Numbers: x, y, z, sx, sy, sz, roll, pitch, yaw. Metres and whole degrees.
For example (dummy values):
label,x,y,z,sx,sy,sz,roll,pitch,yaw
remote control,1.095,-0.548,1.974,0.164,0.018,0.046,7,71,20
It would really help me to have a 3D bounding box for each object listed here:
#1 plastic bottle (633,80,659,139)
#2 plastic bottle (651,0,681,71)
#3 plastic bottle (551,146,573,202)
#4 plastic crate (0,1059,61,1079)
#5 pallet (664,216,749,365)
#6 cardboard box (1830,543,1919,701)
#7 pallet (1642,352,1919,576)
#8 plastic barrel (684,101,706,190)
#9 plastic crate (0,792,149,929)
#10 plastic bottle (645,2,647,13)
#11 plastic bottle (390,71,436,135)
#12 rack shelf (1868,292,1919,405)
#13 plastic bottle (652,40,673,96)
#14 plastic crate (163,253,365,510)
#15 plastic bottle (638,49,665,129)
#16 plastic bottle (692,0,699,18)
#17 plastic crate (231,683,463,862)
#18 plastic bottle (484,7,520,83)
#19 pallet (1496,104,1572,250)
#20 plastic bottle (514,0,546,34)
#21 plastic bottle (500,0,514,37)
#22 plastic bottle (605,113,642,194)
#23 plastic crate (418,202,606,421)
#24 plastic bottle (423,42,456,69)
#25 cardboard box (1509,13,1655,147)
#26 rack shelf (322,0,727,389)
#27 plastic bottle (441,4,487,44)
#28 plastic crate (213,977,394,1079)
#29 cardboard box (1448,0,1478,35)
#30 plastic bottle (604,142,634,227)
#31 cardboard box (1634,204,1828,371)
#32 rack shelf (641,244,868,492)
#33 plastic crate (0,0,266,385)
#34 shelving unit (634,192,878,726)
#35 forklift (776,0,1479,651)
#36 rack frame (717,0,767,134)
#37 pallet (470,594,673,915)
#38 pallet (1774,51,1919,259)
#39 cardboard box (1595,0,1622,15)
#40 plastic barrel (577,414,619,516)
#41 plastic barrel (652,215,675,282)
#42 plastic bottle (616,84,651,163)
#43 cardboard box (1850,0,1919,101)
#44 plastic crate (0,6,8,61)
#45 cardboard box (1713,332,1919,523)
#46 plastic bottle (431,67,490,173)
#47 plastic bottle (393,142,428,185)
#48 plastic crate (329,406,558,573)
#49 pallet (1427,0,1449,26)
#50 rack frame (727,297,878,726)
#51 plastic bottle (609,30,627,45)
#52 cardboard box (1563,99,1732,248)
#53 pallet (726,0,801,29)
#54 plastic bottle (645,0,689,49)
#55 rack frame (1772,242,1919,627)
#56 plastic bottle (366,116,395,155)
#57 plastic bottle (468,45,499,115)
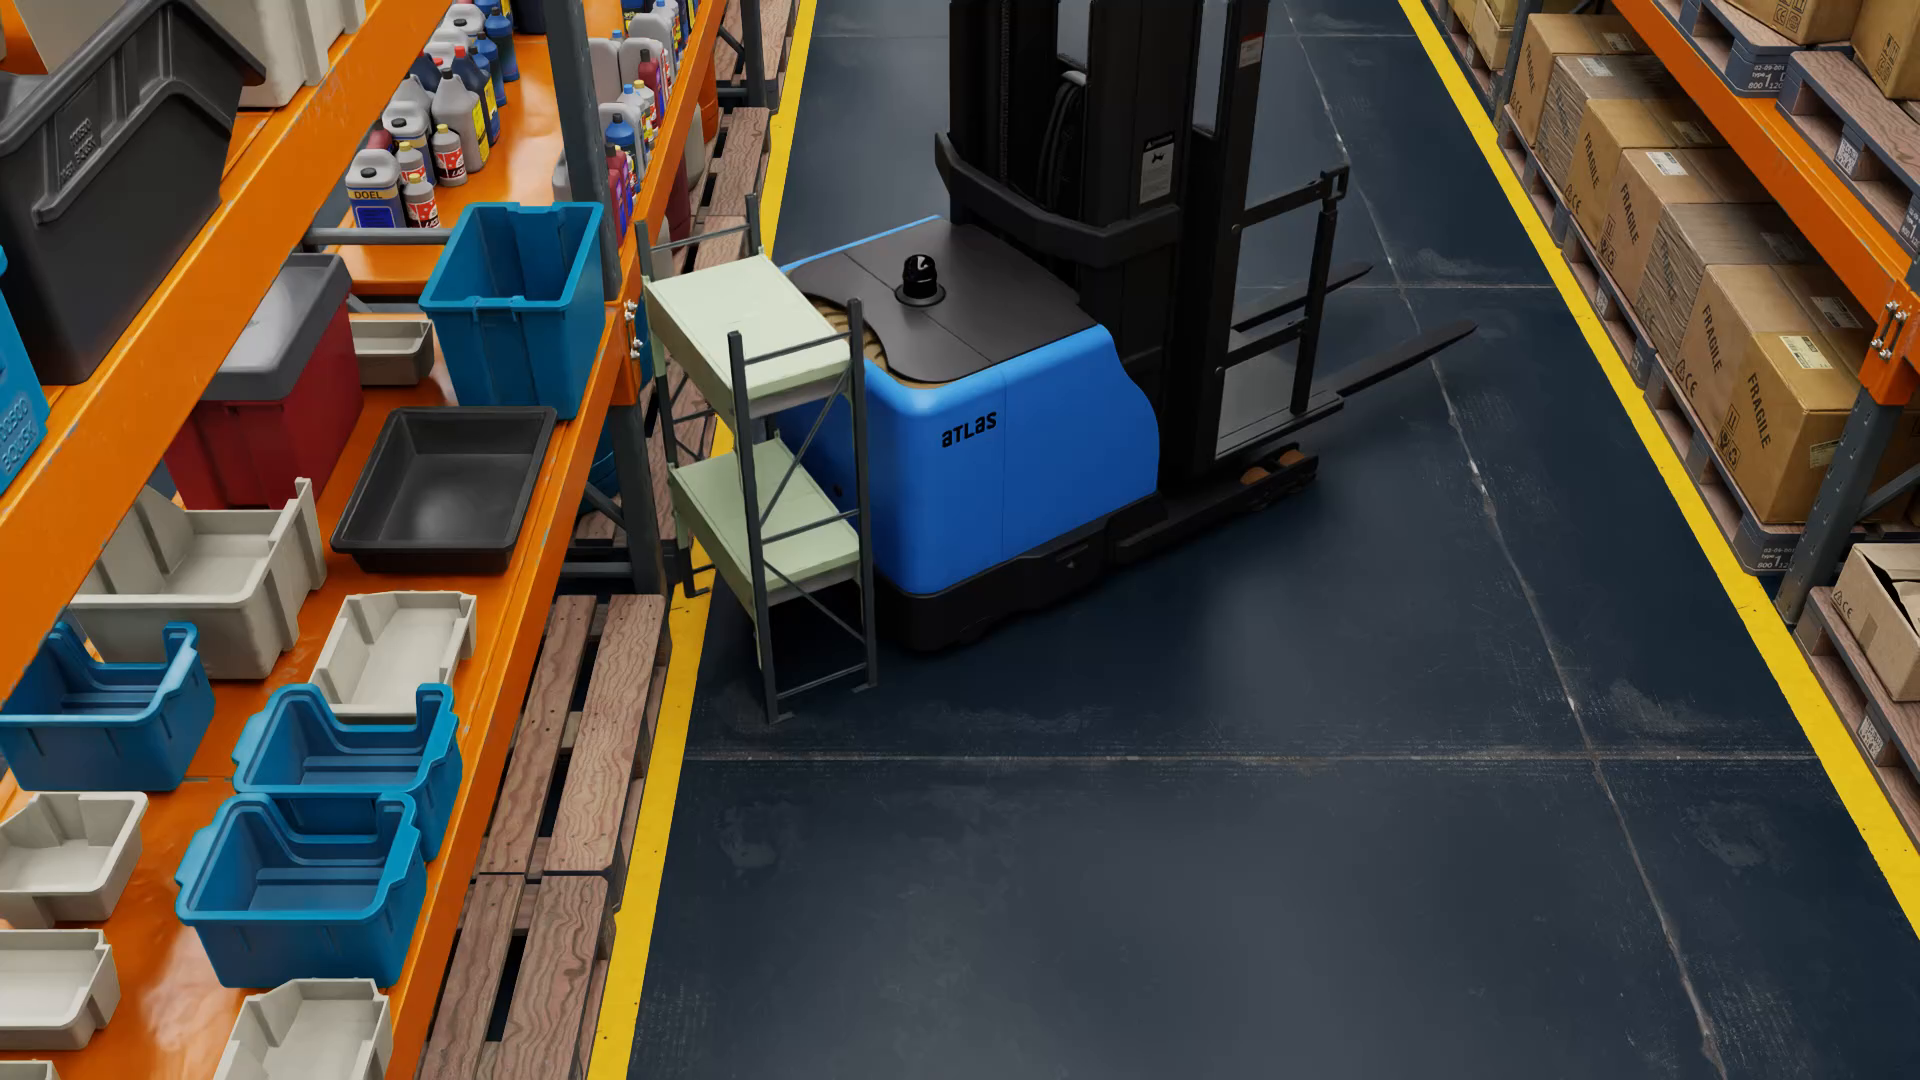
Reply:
label,x,y,z,sx,sy,sz,roll,pitch,yaw
plastic bottle,-1.133,-1.537,5.928,0.097,0.201,0.097,0,39,0
plastic bottle,-1.133,-1.938,6.372,0.097,0.271,0.097,0,39,0
plastic bottle,-1.216,-1.128,5.299,0.144,0.351,0.185,0,39,0
plastic crate,-1.703,0.988,2.781,0.396,0.136,0.243,0,39,0
pallet,-1.503,-1.061,7.405,1.003,0.211,1.213,0,39,0
cardboard box,3.198,0.237,5.354,0.500,0.311,0.500,0,39,0
pallet,3.375,-0.323,6.485,1.003,0.211,1.213,0,39,0
plastic barrel,-1.437,-1.937,7.922,0.421,0.512,0.421,0,39,0
plastic crate,-1.747,0.629,3.230,0.298,0.136,0.250,0,39,0
plastic bottle,-1.260,-2.275,6.783,0.061,0.283,0.133,0,39,0
plastic bottle,-1.868,-1.457,5.709,0.144,0.351,0.185,0,39,0
rack shelf,3.416,0.628,3.642,1.077,0.370,4.000,0,39,0
plastic bottle,-1.133,-1.766,6.213,0.097,0.201,0.097,0,39,0
plastic crate,-1.790,-0.392,4.241,0.402,0.464,0.583,0,39,0
plastic bottle,-1.115,-1.641,5.993,0.061,0.283,0.133,0,39,0
plastic bottle,-1.157,-2.317,6.782,0.144,0.351,0.185,0,39,0
plastic crate,-1.208,0.476,3.343,0.416,0.233,0.300,0,39,0
plastic bottle,-1.740,-1.883,6.303,0.097,0.271,0.097,0,39,0
pallet,3.372,-1.849,8.389,1.003,0.211,1.213,0,39,0
plastic bottle,-1.717,-2.230,6.674,0.144,0.351,0.185,0,39,0
plastic bottle,-1.869,-2.146,6.569,0.144,0.351,0.185,0,39,0
plastic bottle,-1.132,-1.298,5.573,0.097,0.271,0.097,0,39,0
plastic crate,-1.198,-0.627,4.599,0.392,0.384,0.575,0,39,0
plastic bottle,-1.864,-1.643,6.001,0.152,0.276,0.135,0,39,0
cardboard box,3.124,-2.316,8.388,0.500,0.500,0.500,2,39,2
rack shelf,-1.542,-1.872,6.762,1.077,0.370,4.000,0,39,0
plastic bottle,-1.865,-1.873,6.287,0.152,0.276,0.135,0,39,0
plastic crate,-1.125,0.900,2.892,0.250,0.136,0.298,0,39,0
cardboard box,3.160,-3.146,9.641,0.500,0.250,0.500,0,39,-1
plastic bottle,-1.114,-1.169,5.404,0.061,0.283,0.133,0,39,0
cardboard box,3.134,-1.030,6.784,0.500,0.500,0.500,0,39,1
rack shelf,-0.636,-0.542,5.103,0.431,0.370,0.720,-19,42,-22
plastic crate,-1.262,-0.502,2.129,0.504,0.338,0.767,0,39,0
shelving unit,-0.636,-0.238,5.347,0.431,1.500,0.755,-19,42,-22
forklift,0.774,-1.502,5.780,3.031,2.935,1.130,-24,45,-27
rack frame,-1.544,-3.403,8.098,1.000,3.000,0.127,0,39,0
pallet,-1.500,0.646,5.275,1.003,0.211,1.213,0,39,0
pallet,3.522,-1.328,5.662,1.003,0.211,1.213,0,39,0
cardboard box,3.702,-3.042,9.062,0.500,0.311,0.500,1,39,1
plastic barrel,-1.523,-0.587,5.926,0.600,0.901,0.708,0,39,0
plastic barrel,-1.435,-1.231,7.041,0.421,0.512,0.421,0,39,0
plastic bottle,-1.132,-1.443,5.754,0.097,0.271,0.097,0,39,0
cardboard box,3.573,-1.832,5.722,0.700,0.500,0.500,6,39,7
plastic crate,-1.786,-0.760,2.612,0.437,0.136,0.530,0,39,0
cardboard box,3.126,-0.408,6.007,0.500,0.500,0.500,0,39,0
plastic bottle,-1.724,-1.457,5.709,0.144,0.351,0.185,0,39,0
plastic bottle,-1.830,-1.226,5.541,0.097,0.201,0.097,0,39,0
plastic crate,-1.270,-0.118,4.171,0.437,0.125,0.590,0,39,0
pallet,3.449,-3.592,10.564,1.003,0.211,1.213,0,39,0
rack frame,-0.459,-0.038,5.097,0.400,1.500,0.023,-19,42,-22
plastic bottle,-1.285,-1.826,6.289,0.097,0.201,0.097,0,39,0
cardboard box,3.126,-1.675,7.588,0.500,0.500,0.500,-1,39,-1
pallet,-1.505,-3.560,10.524,1.003,0.211,1.213,0,39,0
plastic bottle,-1.157,-2.118,6.534,0.144,0.351,0.185,0,39,0
rack frame,3.414,-0.903,4.978,1.000,3.000,0.127,0,39,0
plastic bottle,-1.909,-1.247,5.501,0.061,0.283,0.133,0,39,0
plastic bottle,-1.740,-1.653,6.017,0.097,0.271,0.097,0,39,0
